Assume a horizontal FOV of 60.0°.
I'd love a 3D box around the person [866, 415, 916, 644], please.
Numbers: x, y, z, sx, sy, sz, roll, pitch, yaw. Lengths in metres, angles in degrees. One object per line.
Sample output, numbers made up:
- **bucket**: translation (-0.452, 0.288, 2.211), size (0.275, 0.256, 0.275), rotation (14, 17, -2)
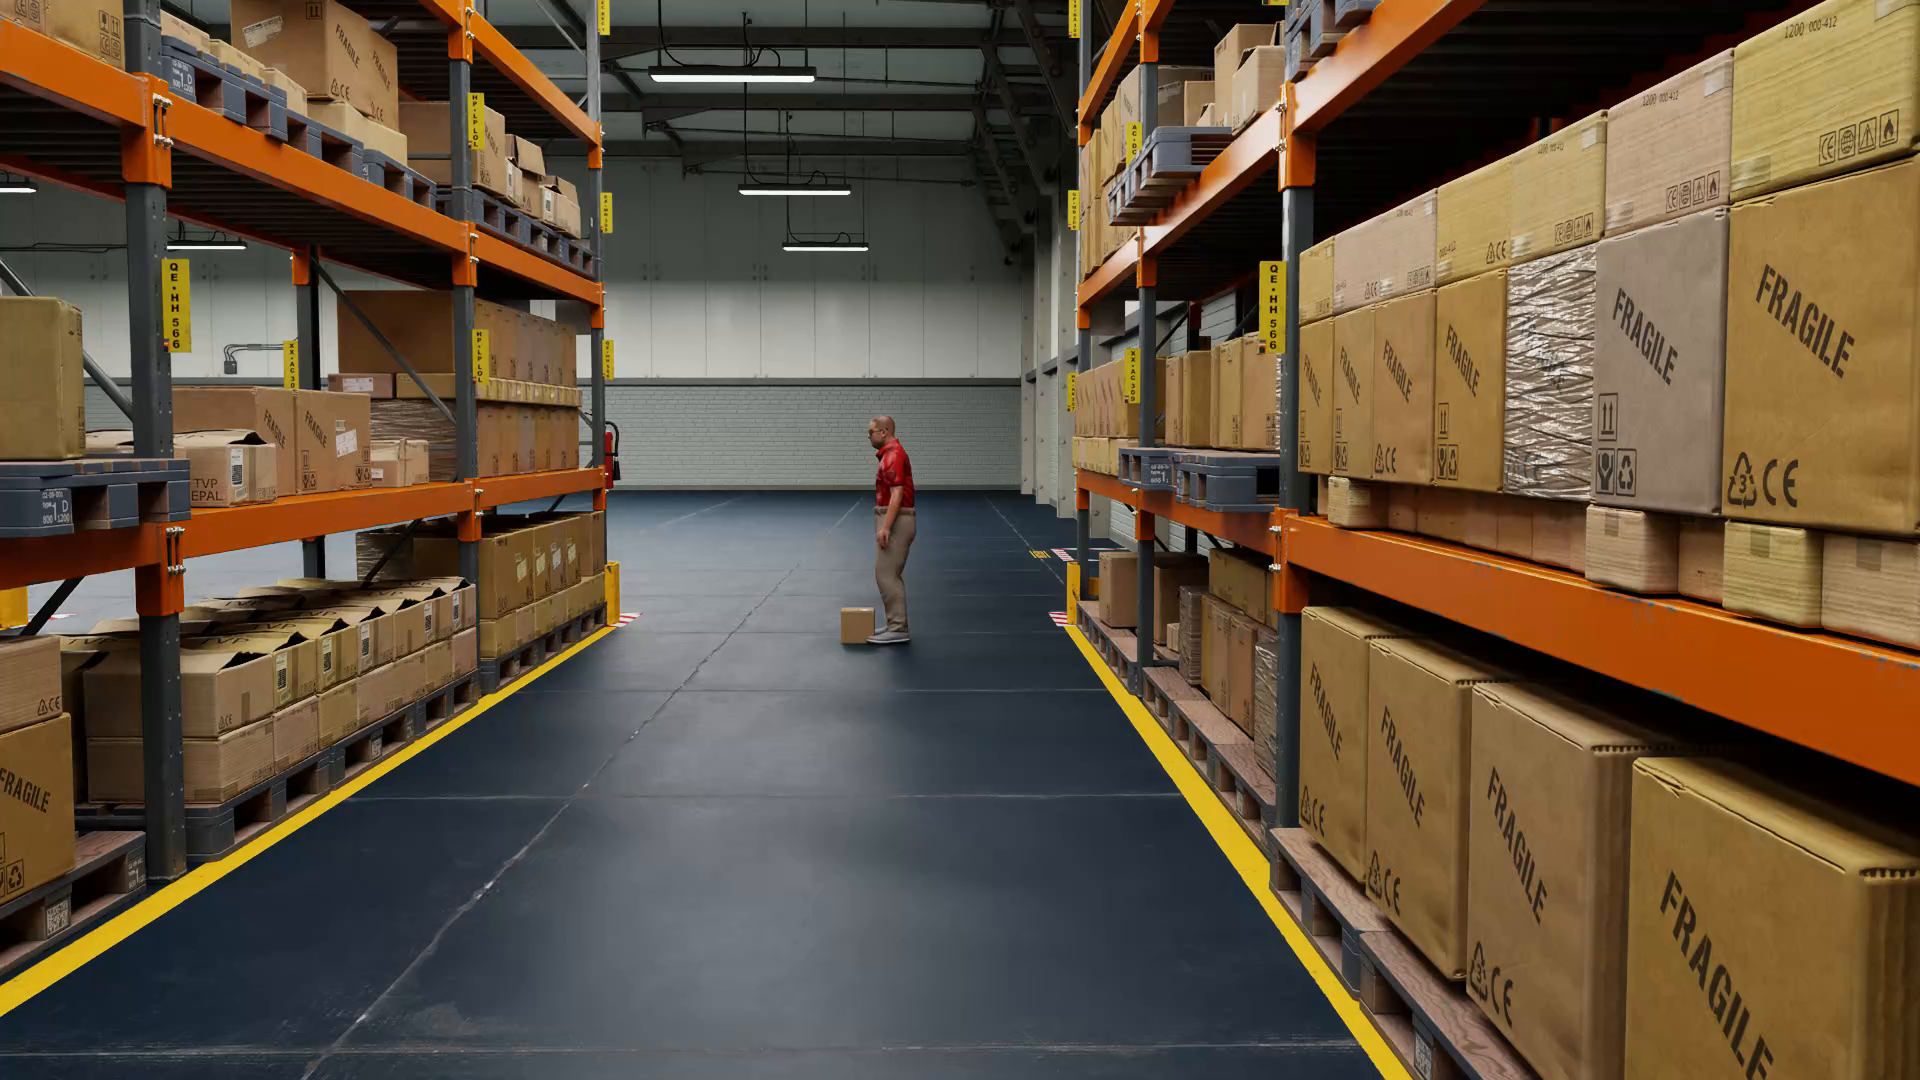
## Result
- **person**: translation (-0.529, -0.087, 12.667), size (0.392, 1.727, 0.585), rotation (0, 4, -1)
